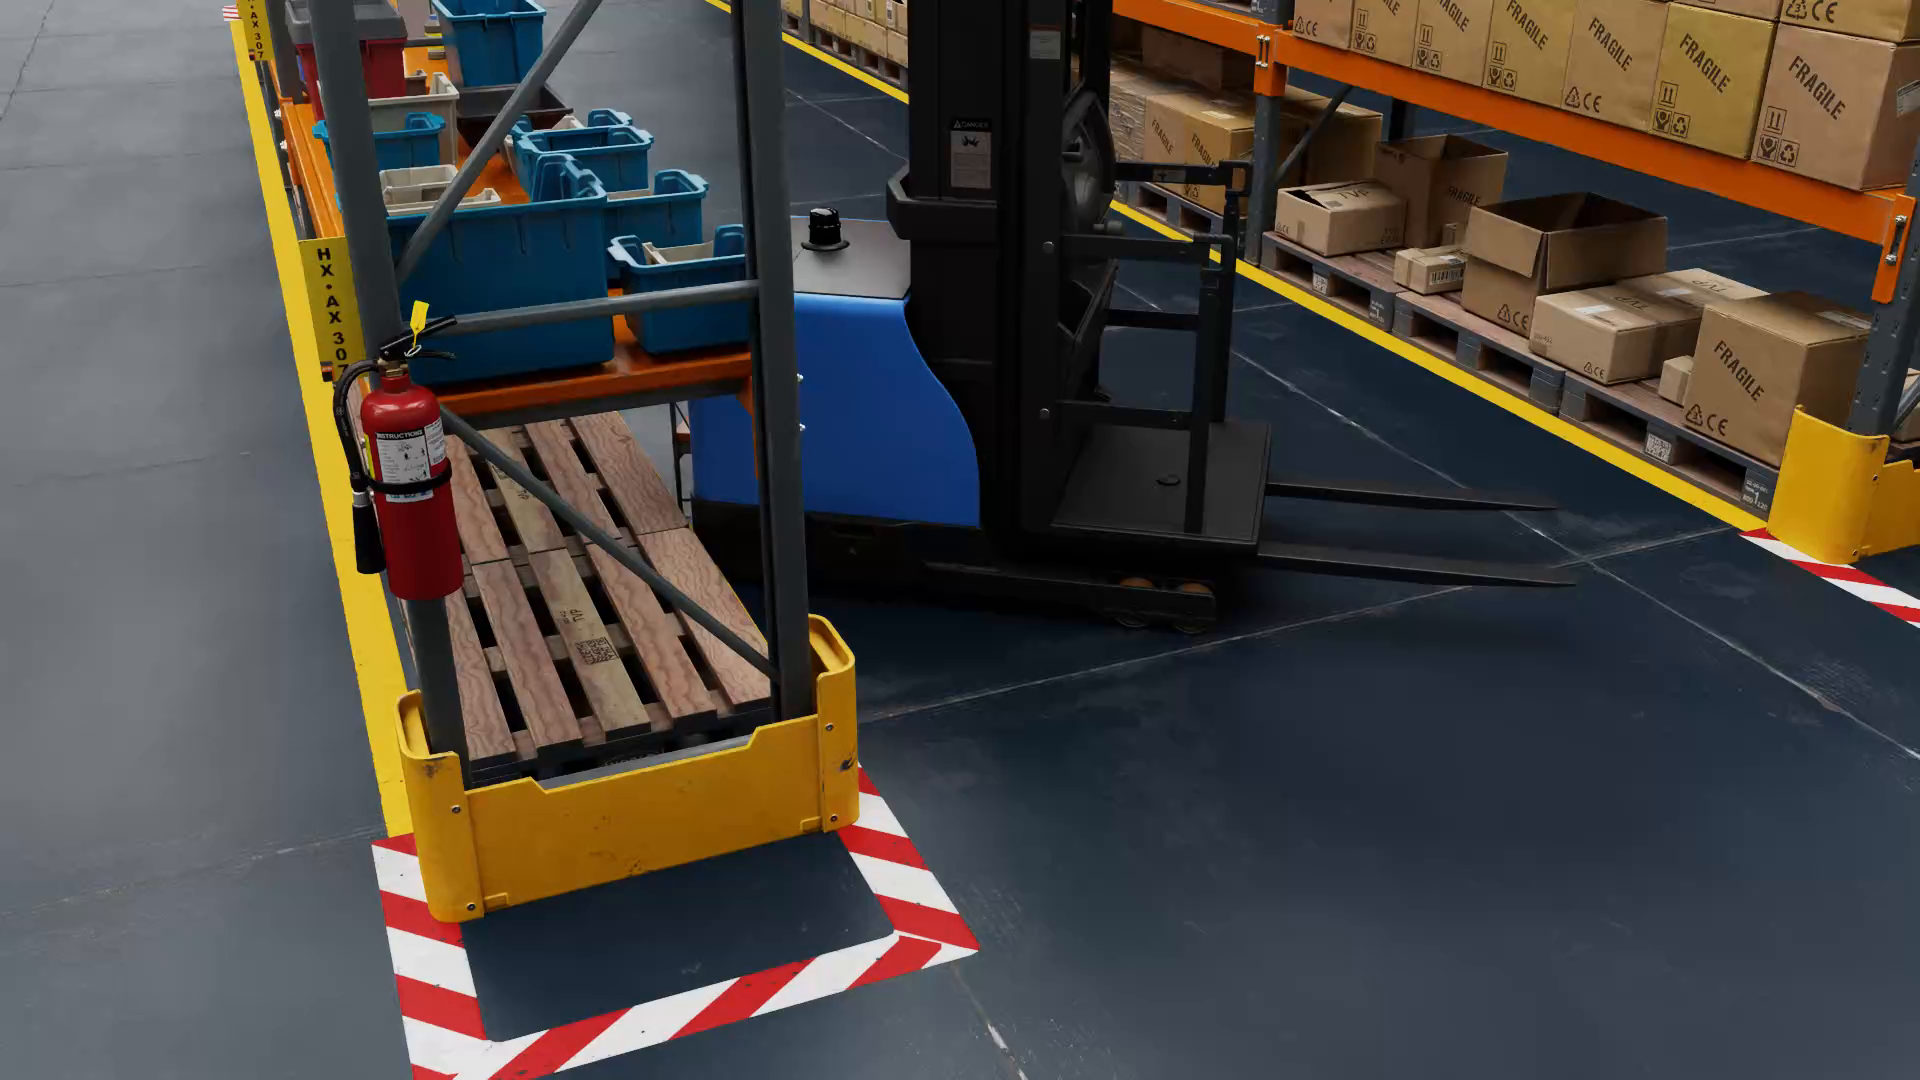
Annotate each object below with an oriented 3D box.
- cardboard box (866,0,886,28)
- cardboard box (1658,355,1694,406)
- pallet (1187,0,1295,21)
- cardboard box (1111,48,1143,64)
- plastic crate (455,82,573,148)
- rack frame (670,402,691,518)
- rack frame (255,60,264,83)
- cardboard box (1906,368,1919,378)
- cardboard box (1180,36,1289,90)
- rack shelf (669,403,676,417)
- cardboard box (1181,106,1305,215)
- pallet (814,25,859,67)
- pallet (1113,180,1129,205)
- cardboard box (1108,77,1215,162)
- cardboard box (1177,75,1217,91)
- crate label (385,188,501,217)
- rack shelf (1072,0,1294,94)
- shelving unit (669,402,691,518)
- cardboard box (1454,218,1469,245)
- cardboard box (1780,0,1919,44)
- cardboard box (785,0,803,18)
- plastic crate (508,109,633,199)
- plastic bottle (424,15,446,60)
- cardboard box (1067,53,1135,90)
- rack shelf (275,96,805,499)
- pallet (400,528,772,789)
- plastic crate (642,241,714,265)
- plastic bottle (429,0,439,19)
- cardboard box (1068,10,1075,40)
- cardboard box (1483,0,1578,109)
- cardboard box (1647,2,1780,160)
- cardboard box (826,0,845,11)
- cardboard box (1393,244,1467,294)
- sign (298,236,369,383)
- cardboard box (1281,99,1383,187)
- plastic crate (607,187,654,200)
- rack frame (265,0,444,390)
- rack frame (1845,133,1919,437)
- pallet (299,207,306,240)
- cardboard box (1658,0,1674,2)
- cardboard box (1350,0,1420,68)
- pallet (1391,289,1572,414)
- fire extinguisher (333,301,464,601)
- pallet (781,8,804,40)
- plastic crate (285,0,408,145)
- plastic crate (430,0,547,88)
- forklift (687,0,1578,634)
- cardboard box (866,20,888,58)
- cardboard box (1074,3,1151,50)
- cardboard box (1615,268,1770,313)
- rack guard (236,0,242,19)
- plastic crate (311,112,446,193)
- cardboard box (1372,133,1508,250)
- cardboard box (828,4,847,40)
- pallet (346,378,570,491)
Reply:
[{"bbox_3d":[-0.492,-4.606,14.281,0.500,0.311,0.500,-10,28,-19],"label":"cardboard box"},{"bbox_3d":[3.156,-0.667,6.926,0.380,0.166,0.250,-11,28,-21],"label":"cardboard box"},{"bbox_3d":[1.893,-3.257,9.720,1.003,0.211,1.213,-11,28,-21],"label":"pallet"},{"bbox_3d":[1.323,-3.144,11.619,0.500,0.500,0.500,-12,28,-22],"label":"cardboard box"},{"bbox_3d":[-1.768,-1.650,6.455,0.437,0.125,0.590,-11,28,-21],"label":"plastic crate"},{"bbox_3d":[-0.989,-0.555,6.190,0.200,1.050,0.008,4,26,9],"label":"rack frame"},{"bbox_3d":[-5.587,-5.382,13.853,1.000,3.000,0.127,-11,28,-21],"label":"rack frame"},{"bbox_3d":[3.726,-0.640,6.870,0.380,0.166,0.250,-11,28,-21],"label":"cardboard box"},{"bbox_3d":[1.749,-3.054,10.579,0.500,0.250,0.500,-11,28,-20],"label":"cardboard box"},{"bbox_3d":[-0.967,-0.598,6.302,0.215,0.259,0.240,4,26,9],"label":"rack shelf"},{"bbox_3d":[1.648,-2.226,9.738,0.500,0.500,0.500,-11,28,-21],"label":"cardboard box"},{"bbox_3d":[-0.703,-4.687,15.610,1.003,0.211,1.213,-11,28,-21],"label":"pallet"},{"bbox_3d":[1.270,-2.563,11.260,1.003,0.211,1.213,-11,28,-21],"label":"pallet"},{"bbox_3d":[1.267,-2.629,10.564,0.500,0.500,0.500,-10,28,-20],"label":"cardboard box"},{"bbox_3d":[1.732,-2.729,10.769,0.500,0.500,0.500,-10,28,-20],"label":"cardboard box"},{"bbox_3d":[-1.605,-0.971,5.053,0.396,0.136,0.243,-11,28,-21],"label":"crate label"},{"bbox_3d":[1.322,-3.486,10.790,1.077,0.370,4.000,-11,28,-21],"label":"rack shelf"},{"bbox_3d":[-0.967,-0.608,6.298,0.215,1.050,0.252,4,26,9],"label":"shelving unit"},{"bbox_3d":[2.883,-1.507,8.481,0.500,0.311,0.500,-11,28,-21],"label":"cardboard box"},{"bbox_3d":[3.245,-2.013,5.701,0.500,0.500,0.500,-11,28,-21],"label":"cardboard box"},{"bbox_3d":[-1.410,-5.334,16.411,0.500,0.250,0.500,-11,28,-21],"label":"cardboard box"},{"bbox_3d":[-1.314,-1.298,5.612,0.416,0.233,0.300,-11,28,-21],"label":"plastic crate"},{"bbox_3d":[-2.535,-2.434,8.042,0.097,0.201,0.097,0,26,0],"label":"plastic bottle"},{"bbox_3d":[0.856,-3.044,11.414,0.500,0.500,0.500,-11,28,-21],"label":"cardboard box"},{"bbox_3d":[-1.671,-1.021,5.743,1.077,0.370,4.000,-11,28,-21],"label":"rack shelf"},{"bbox_3d":[-1.175,0.376,5.239,1.003,0.211,1.213,-11,28,-21],"label":"pallet"},{"bbox_3d":[-0.731,-0.745,4.590,0.250,0.136,0.298,-11,28,-21],"label":"plastic crate"},{"bbox_3d":[-2.647,-2.722,8.548,0.152,0.276,0.135,-11,28,-21],"label":"plastic bottle"},{"bbox_3d":[0.604,-4.083,13.210,0.500,0.311,0.500,-10,28,-19],"label":"cardboard box"},{"bbox_3d":[2.652,-2.180,7.183,0.500,0.500,0.500,-11,28,-21],"label":"cardboard box"},{"bbox_3d":[3.040,-1.774,6.352,0.500,0.500,0.500,-10,28,-20],"label":"cardboard box"},{"bbox_3d":[-0.904,-5.024,15.136,0.500,0.311,0.500,-11,28,-21],"label":"cardboard box"},{"bbox_3d":[2.419,-1.372,8.369,0.380,0.166,0.250,-11,28,-21],"label":"cardboard box"},{"bbox_3d":[-1.387,-0.509,3.688,0.100,0.325,0.005,-11,28,-21],"label":"sign"},{"bbox_3d":[2.140,-2.313,9.916,0.500,0.500,0.500,-12,28,-23],"label":"cardboard box"},{"bbox_3d":[-0.996,-1.019,5.151,0.250,0.136,0.298,-11,28,-21],"label":"plastic crate"},{"bbox_3d":[-2.454,-2.152,7.239,1.000,3.000,0.127,-11,28,-21],"label":"rack frame"},{"bbox_3d":[3.672,-1.387,5.671,1.000,3.000,0.127,-11,28,-21],"label":"rack frame"},{"bbox_3d":[-3.199,-1.711,9.513,1.003,0.211,1.213,-11,28,-21],"label":"pallet"},{"bbox_3d":[2.839,-2.426,6.546,0.500,0.500,0.500,-10,28,-19],"label":"cardboard box"},{"bbox_3d":[2.258,-2.588,8.017,0.500,0.500,0.500,-10,28,-20],"label":"cardboard box"},{"bbox_3d":[2.855,-0.978,8.012,1.003,0.211,1.213,-11,28,-21],"label":"pallet"},{"bbox_3d":[-1.246,-0.196,3.745,0.296,0.674,0.183,-11,28,-21],"label":"fire extinguisher"},{"bbox_3d":[-1.300,-5.306,16.877,1.003,0.211,1.213,-11,28,-21],"label":"pallet"},{"bbox_3d":[-2.335,-1.804,6.385,0.402,0.464,0.583,-11,28,-21],"label":"plastic crate"},{"bbox_3d":[-1.957,-2.042,6.963,0.392,0.384,0.575,-11,28,-21],"label":"plastic crate"},{"bbox_3d":[0.616,-1.258,5.485,3.031,2.935,1.130,6,27,11],"label":"forklift"},{"bbox_3d":[-0.495,-4.358,14.412,0.500,0.250,0.500,-10,28,-20],"label":"cardboard box"},{"bbox_3d":[1.147,-3.668,11.838,0.500,0.250,0.500,-9,28,-19],"label":"cardboard box"},{"bbox_3d":[3.328,-1.021,7.554,0.500,0.250,0.500,-11,28,-21],"label":"cardboard box"},{"bbox_3d":[-7.080,-5.850,17.663,1.175,0.500,0.348,-11,28,-21],"label":"rack guard"},{"bbox_3d":[-1.928,-1.274,5.563,0.416,0.233,0.300,-11,28,-21],"label":"plastic crate"},{"bbox_3d":[2.589,-1.895,9.059,0.500,0.500,0.500,-11,28,-21],"label":"cardboard box"},{"bbox_3d":[-0.899,-4.772,15.261,0.500,0.250,0.500,-10,28,-19],"label":"cardboard box"},{"bbox_3d":[-2.130,-0.609,7.256,1.003,0.211,1.213,-11,28,-21],"label":"pallet"}]
